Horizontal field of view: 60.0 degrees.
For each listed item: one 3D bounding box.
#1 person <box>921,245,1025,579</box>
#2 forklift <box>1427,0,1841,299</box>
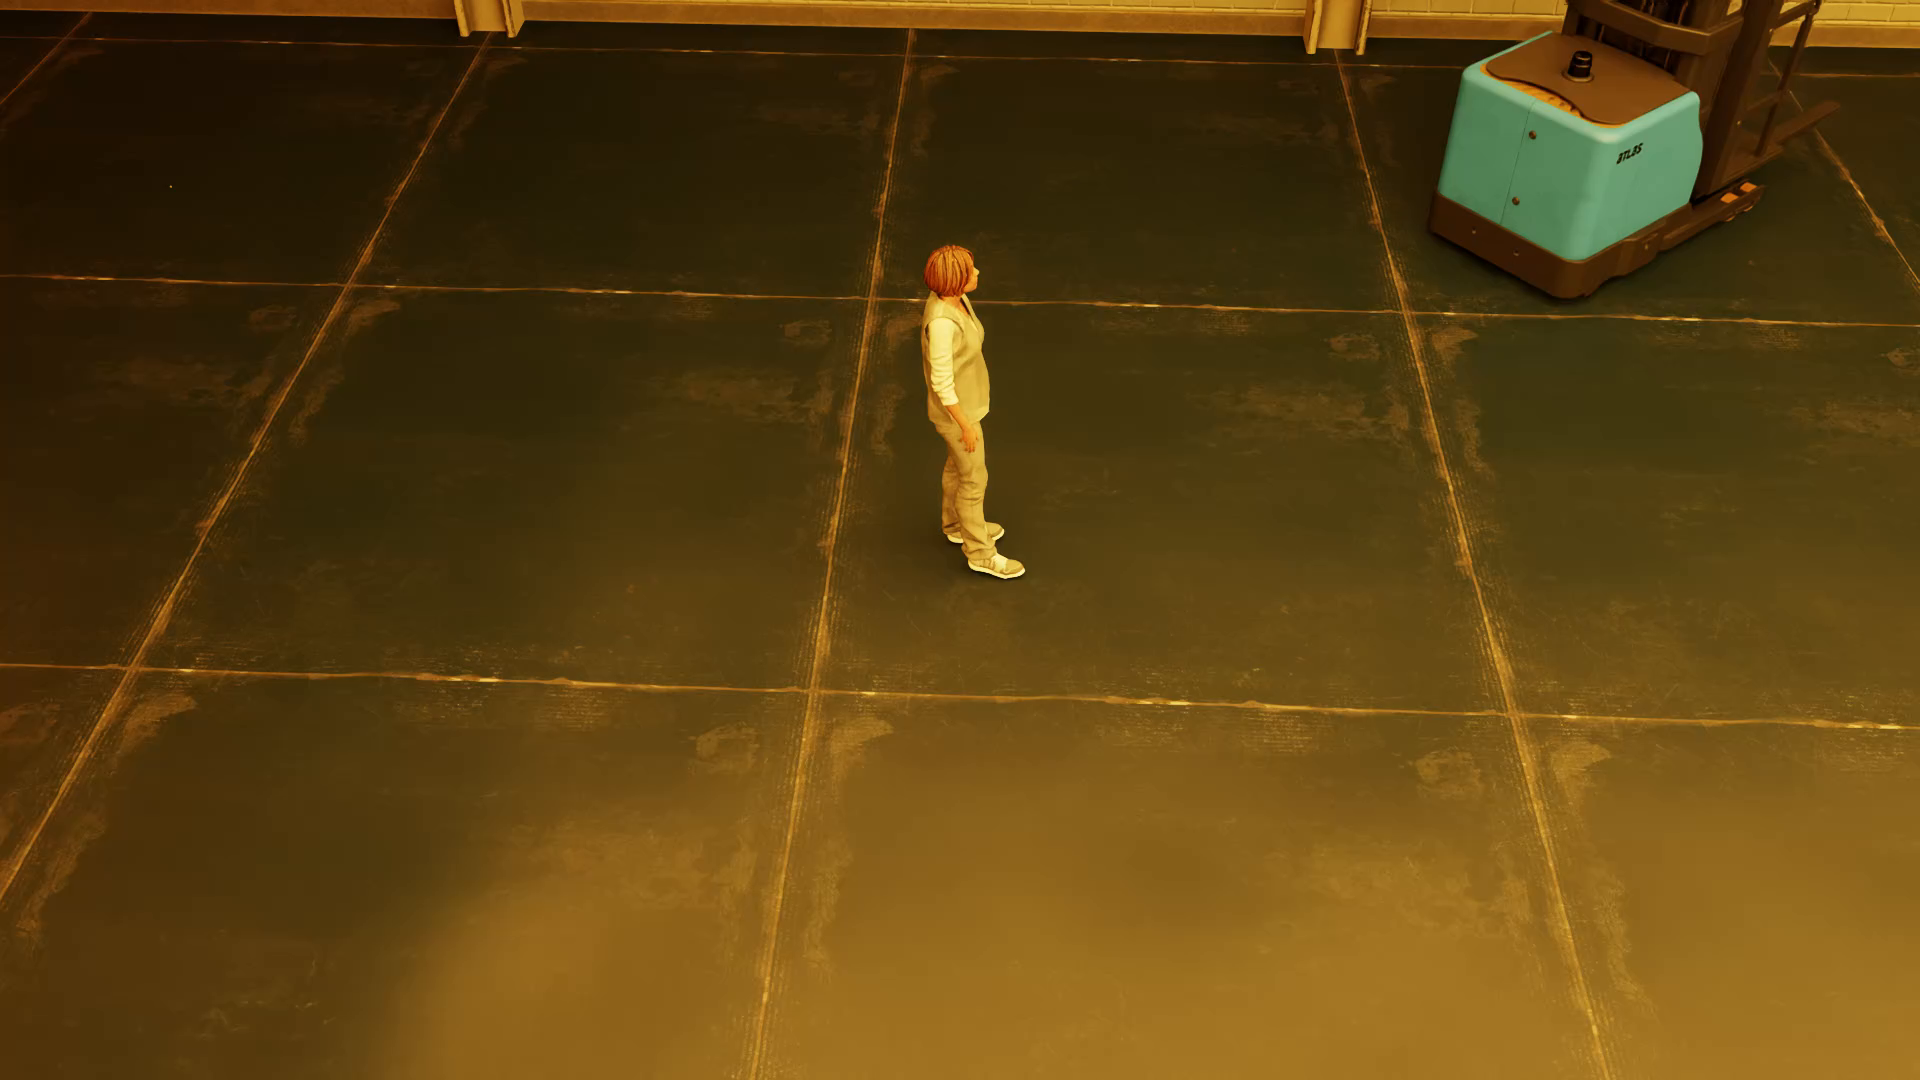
[{"bbox_3d":[0.073,-0.583,7.360,0.475,1.597,0.520,2,42,2],"label":"person"},{"bbox_3d":[4.239,-3.254,9.307,3.031,2.935,1.130,-28,49,-27],"label":"forklift"}]
